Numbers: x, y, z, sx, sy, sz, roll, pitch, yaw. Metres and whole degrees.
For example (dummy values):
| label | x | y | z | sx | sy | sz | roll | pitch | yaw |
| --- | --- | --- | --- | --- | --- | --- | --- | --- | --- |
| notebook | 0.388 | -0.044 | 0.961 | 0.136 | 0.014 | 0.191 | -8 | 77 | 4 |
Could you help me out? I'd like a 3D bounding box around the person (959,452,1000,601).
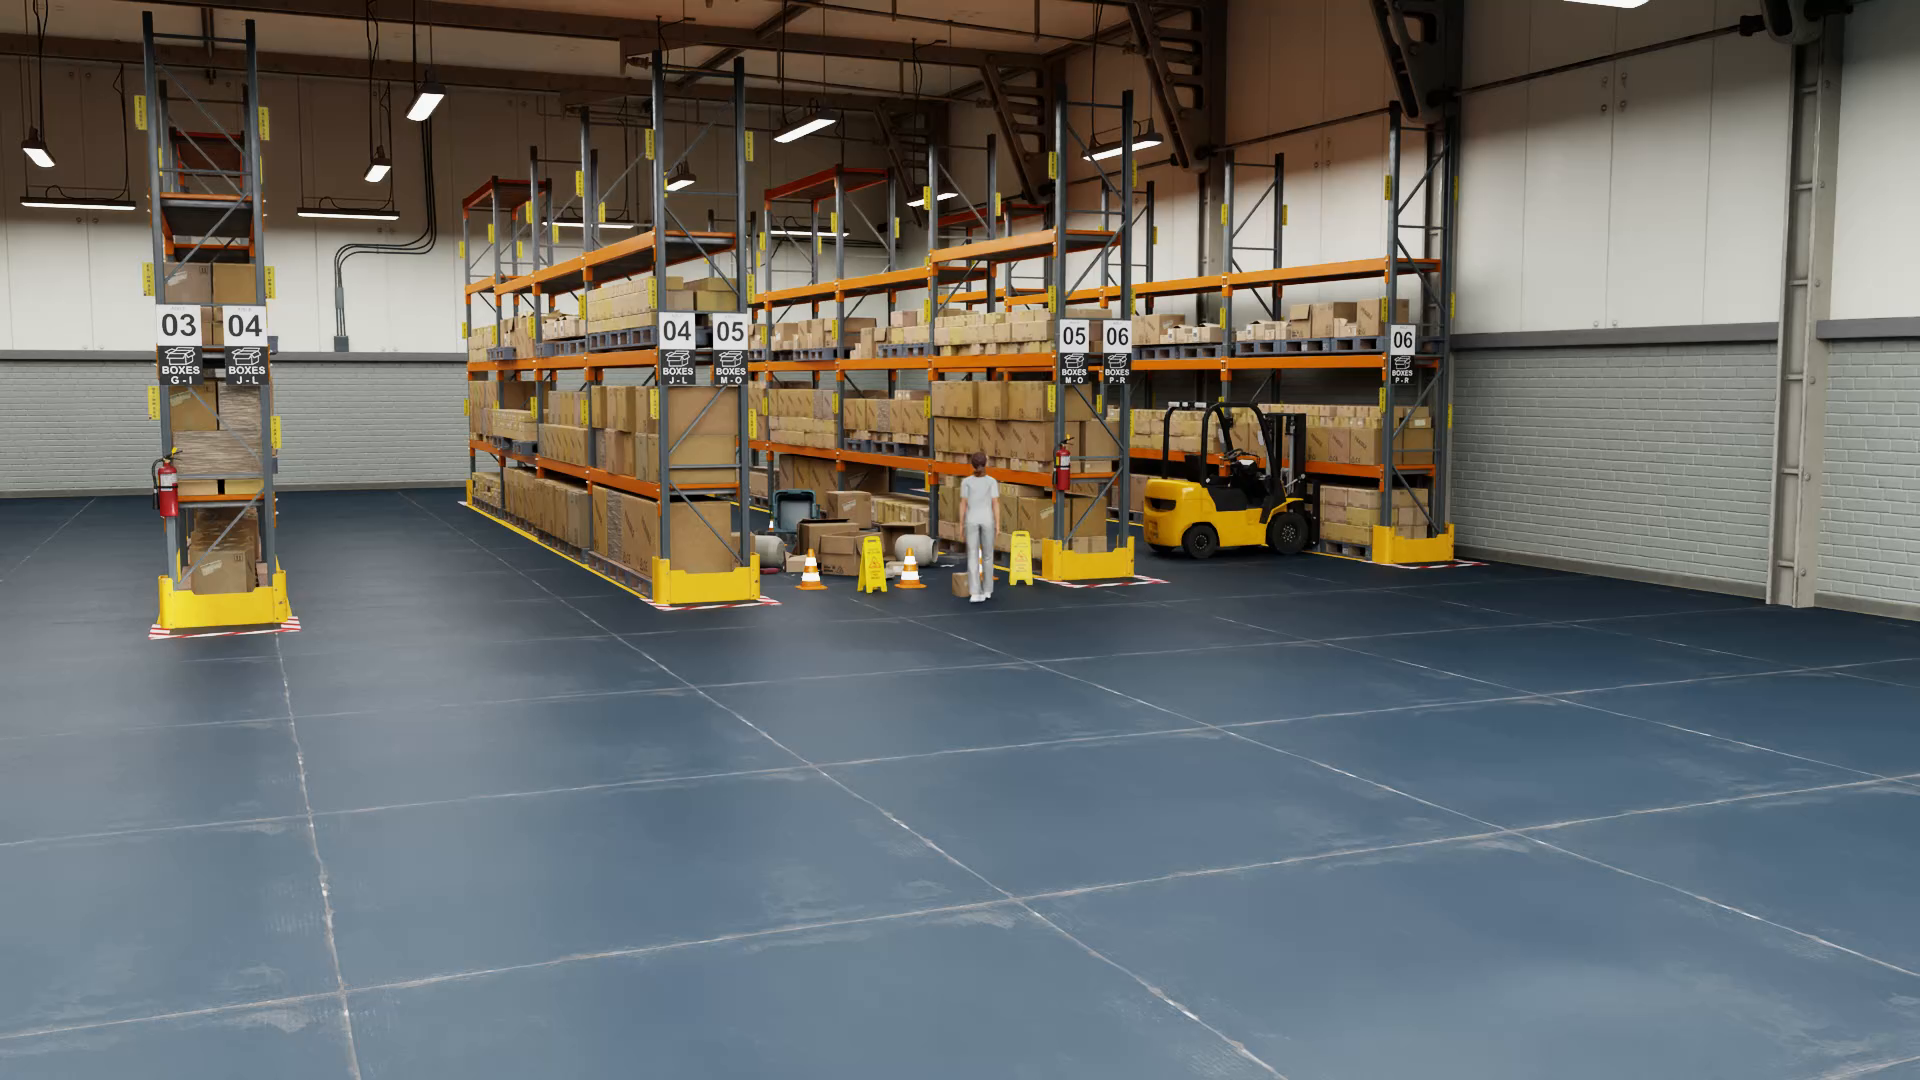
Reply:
| label | x | y | z | sx | sy | sz | roll | pitch | yaw |
| --- | --- | --- | --- | --- | --- | --- | --- | --- | --- |
| person | 0.211 | -0.164 | 18.655 | 0.447 | 1.665 | 0.673 | 0 | 5 | -3 |
